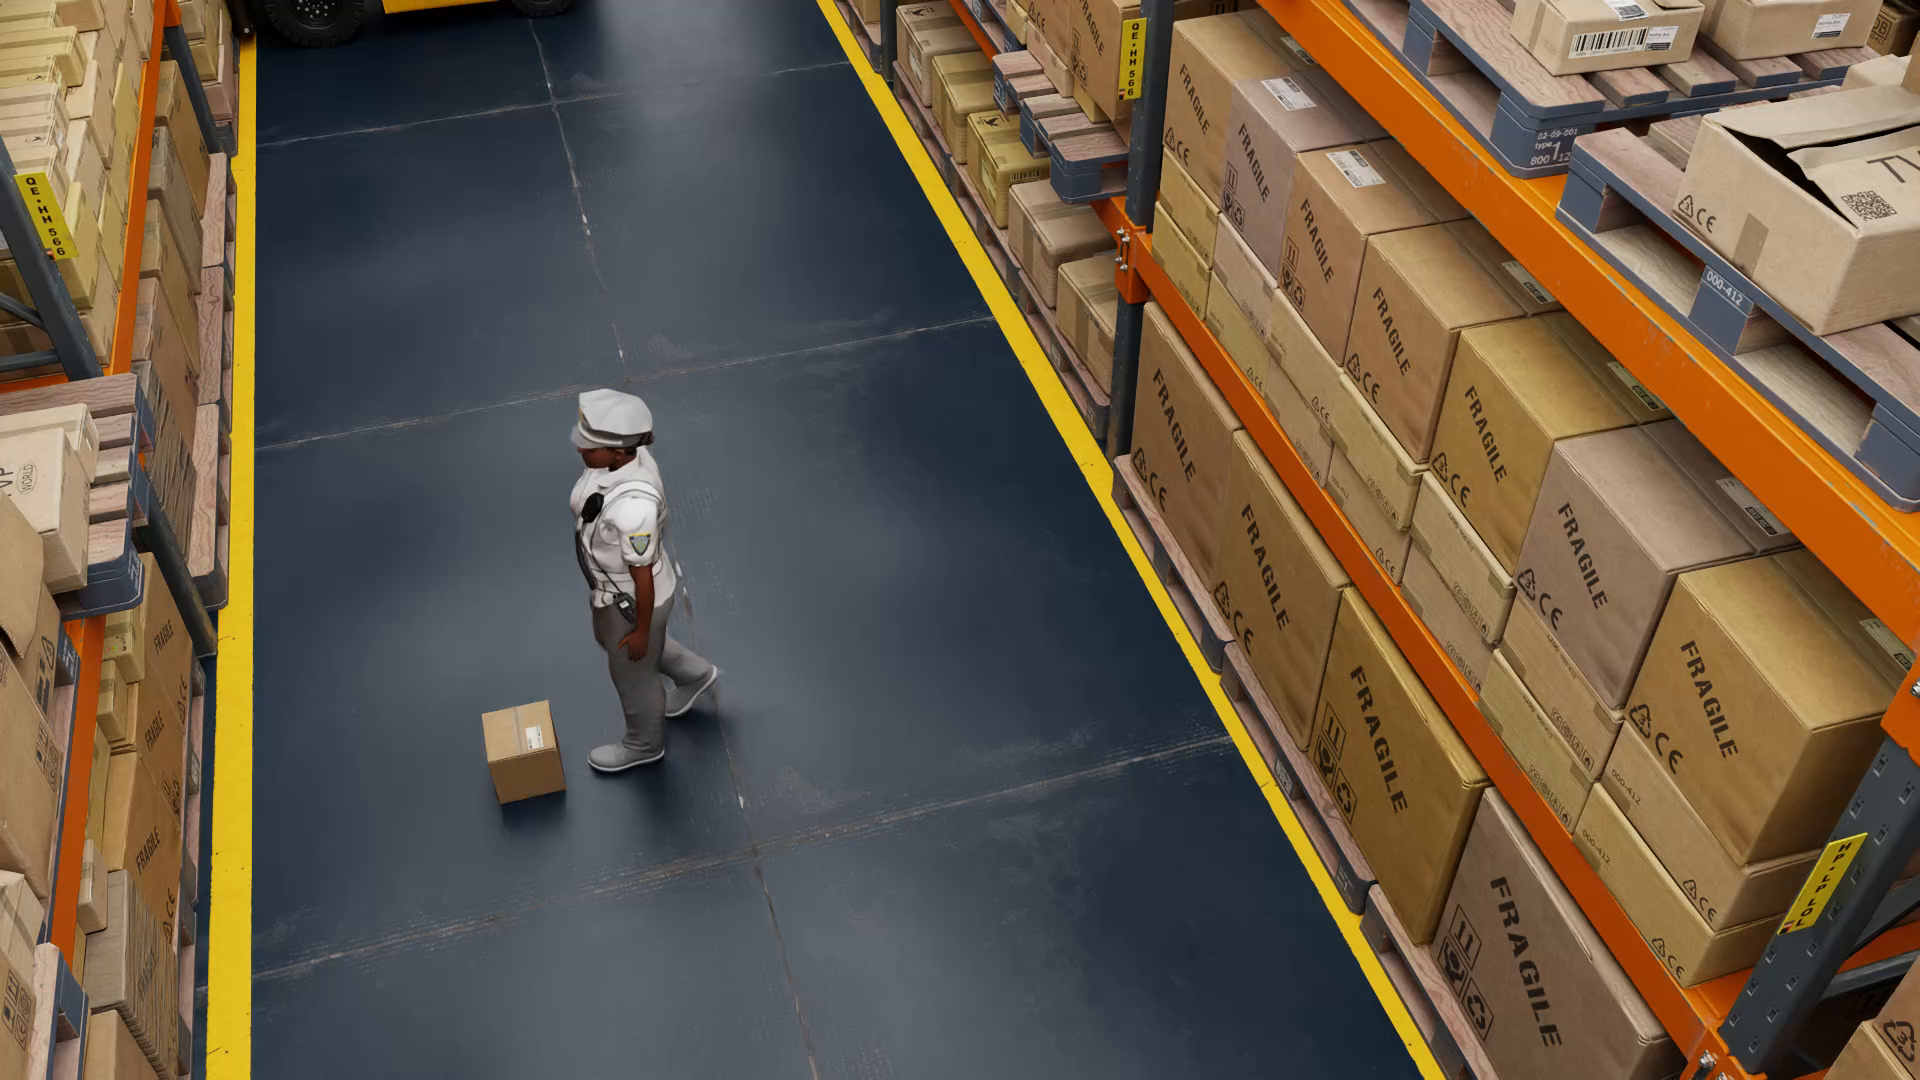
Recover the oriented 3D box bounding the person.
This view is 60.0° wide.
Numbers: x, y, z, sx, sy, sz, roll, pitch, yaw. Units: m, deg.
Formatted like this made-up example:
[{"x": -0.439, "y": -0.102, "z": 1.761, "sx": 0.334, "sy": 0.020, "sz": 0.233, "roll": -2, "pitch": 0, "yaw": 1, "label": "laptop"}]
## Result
[{"x": -1.175, "y": 0.169, "z": 5.940, "sx": 0.562, "sy": 1.679, "sz": 0.465, "roll": -12, "pitch": 44, "yaw": -13, "label": "person"}]
